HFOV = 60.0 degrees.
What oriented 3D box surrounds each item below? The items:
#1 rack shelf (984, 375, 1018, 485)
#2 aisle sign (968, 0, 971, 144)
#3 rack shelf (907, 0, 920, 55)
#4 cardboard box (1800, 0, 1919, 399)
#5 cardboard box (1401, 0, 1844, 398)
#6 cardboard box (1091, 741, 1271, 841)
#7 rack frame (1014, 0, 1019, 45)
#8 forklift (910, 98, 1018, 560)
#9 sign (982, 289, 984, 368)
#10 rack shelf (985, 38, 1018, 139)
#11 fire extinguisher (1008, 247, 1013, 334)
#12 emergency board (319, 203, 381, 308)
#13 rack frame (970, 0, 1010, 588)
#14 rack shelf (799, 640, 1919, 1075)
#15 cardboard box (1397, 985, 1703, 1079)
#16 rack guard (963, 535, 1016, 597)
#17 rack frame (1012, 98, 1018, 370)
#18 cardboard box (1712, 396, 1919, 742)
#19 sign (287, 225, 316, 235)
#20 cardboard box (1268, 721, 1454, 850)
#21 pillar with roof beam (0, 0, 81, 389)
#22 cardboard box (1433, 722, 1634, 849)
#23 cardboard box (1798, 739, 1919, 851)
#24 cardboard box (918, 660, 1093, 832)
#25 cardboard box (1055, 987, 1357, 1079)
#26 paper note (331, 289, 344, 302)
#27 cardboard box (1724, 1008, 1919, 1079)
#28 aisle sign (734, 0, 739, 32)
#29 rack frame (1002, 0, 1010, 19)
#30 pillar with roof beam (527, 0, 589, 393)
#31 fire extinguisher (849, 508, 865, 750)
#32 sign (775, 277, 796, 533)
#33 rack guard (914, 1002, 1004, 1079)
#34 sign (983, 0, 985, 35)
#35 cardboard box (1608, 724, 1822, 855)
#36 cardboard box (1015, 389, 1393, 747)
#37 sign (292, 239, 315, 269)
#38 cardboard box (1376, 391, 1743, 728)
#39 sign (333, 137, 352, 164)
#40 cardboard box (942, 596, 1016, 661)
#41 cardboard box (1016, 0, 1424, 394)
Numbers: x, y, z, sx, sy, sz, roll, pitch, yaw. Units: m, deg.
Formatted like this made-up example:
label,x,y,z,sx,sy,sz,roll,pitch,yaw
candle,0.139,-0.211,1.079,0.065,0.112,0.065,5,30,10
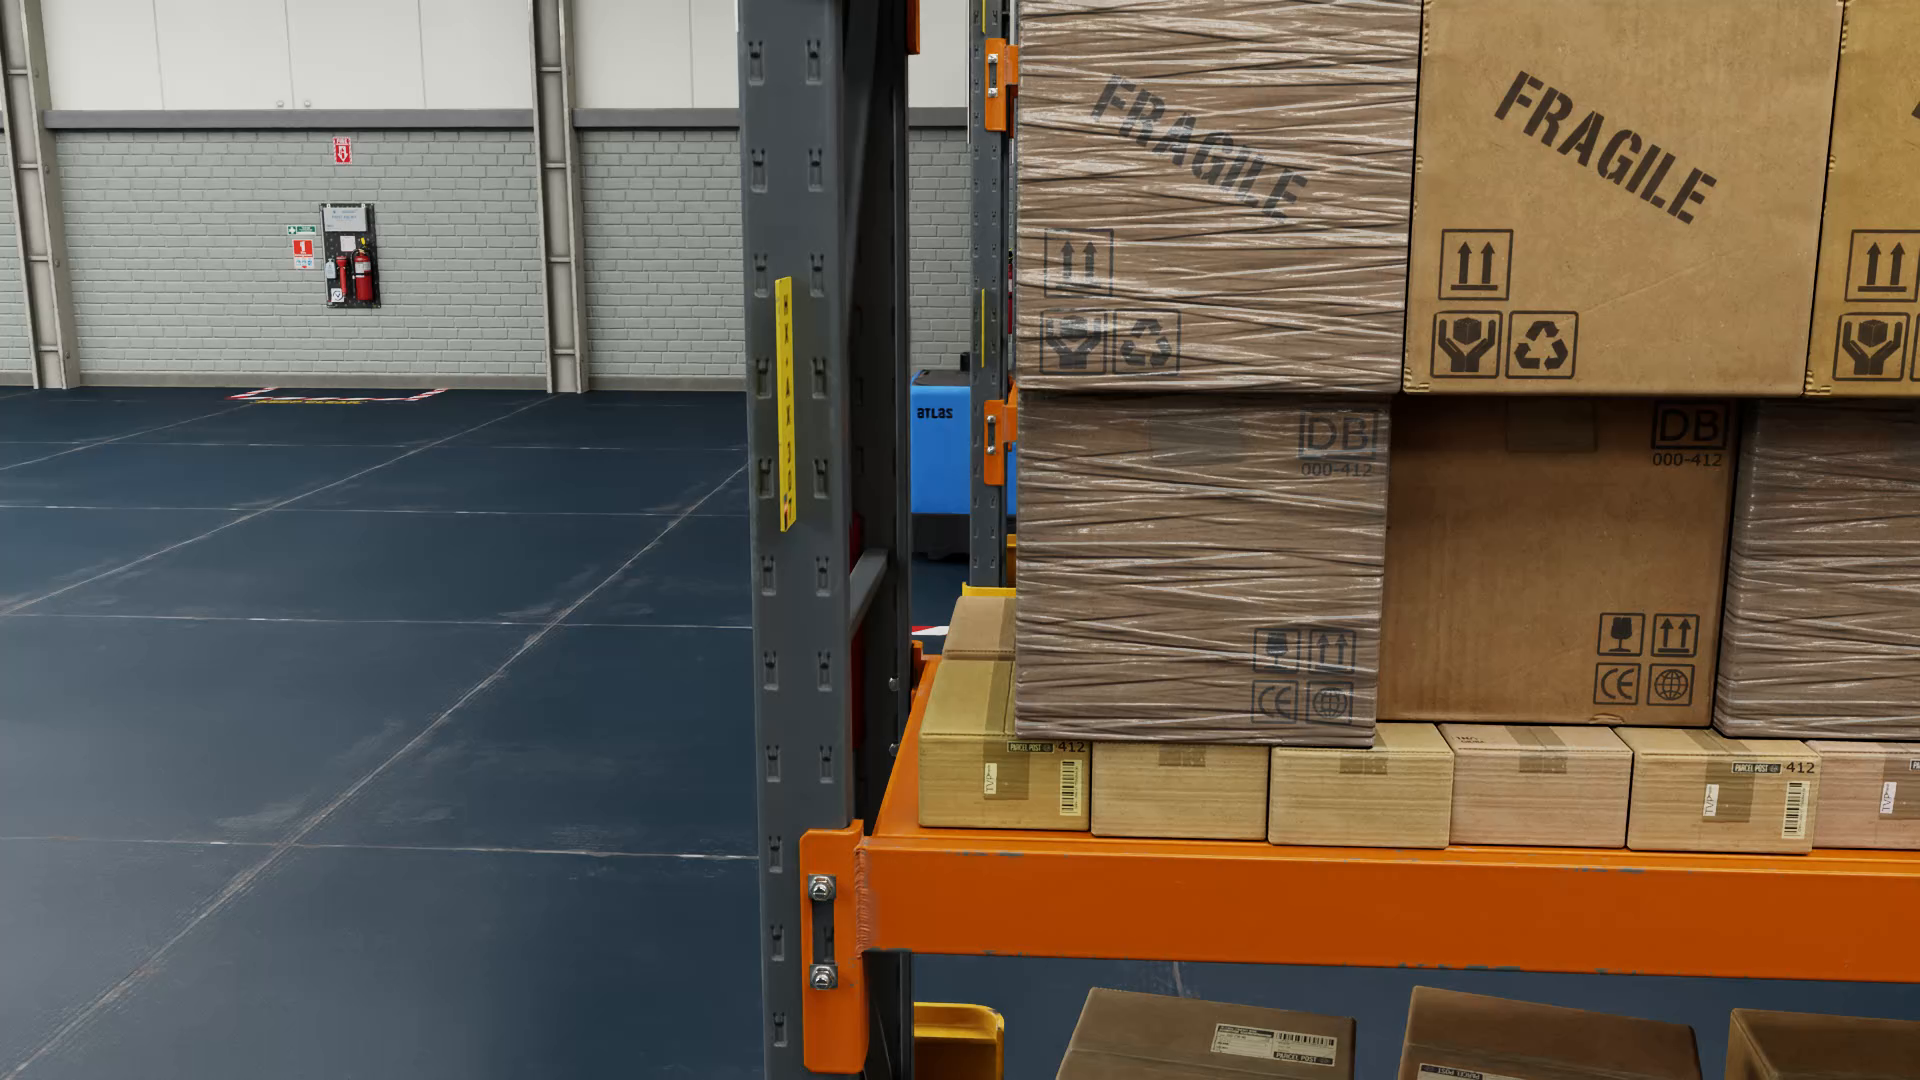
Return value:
label,x,y,z,sx,sy,sz,roll,pitch,yaw
rack shelf,2.135,-0.498,7.580,4.000,0.370,1.077,1,12,4
aisle sign,0.048,-2.091,7.090,0.004,0.787,0.394,1,12,4
rack shelf,1.804,-0.954,2.436,4.000,0.370,1.077,1,12,4
cardboard box,1.336,-0.472,2.284,0.500,0.500,0.500,1,12,4
cardboard box,0.838,-0.478,2.315,0.500,0.500,0.500,1,12,4
cardboard box,0.325,0.317,2.539,0.250,0.149,0.380,1,12,4
rack frame,0.474,-4.826,11.860,0.127,3.000,1.000,1,12,4
forklift,1.167,-1.376,10.185,3.031,2.935,1.130,1,12,4
sign,0.098,-0.901,7.072,0.005,0.325,0.100,1,12,4
rack shelf,2.135,-1.966,7.273,4.000,0.370,1.077,1,12,4
fire extinguisher,0.387,-1.948,12.944,0.183,0.674,0.296,1,12,4
emergency board,-6.892,-3.192,18.703,0.643,1.169,0.194,1,12,4
rack frame,0.140,-0.878,7.637,0.127,3.000,1.000,1,12,4
rack shelf,1.804,0.514,2.743,4.000,0.370,1.077,1,12,4
cardboard box,1.029,1.165,2.950,0.500,0.500,0.500,4,12,19
rack guard,0.218,0.337,7.934,0.348,0.500,1.175,1,12,4
rack frame,0.474,-1.889,12.475,0.127,3.000,1.000,1,12,4
cardboard box,1.358,-0.049,2.706,0.500,0.500,0.875,1,12,4
sign,-7.433,-3.496,18.773,0.331,0.109,0.001,1,12,4
cardboard box,0.574,0.324,2.508,0.250,0.149,0.380,1,12,4
pillar with roof beam,-10.703,-5.290,14.078,0.400,9.000,9.100,1,12,4
cardboard box,0.824,0.323,2.512,0.250,0.149,0.380,1,12,4
cardboard box,1.325,0.326,2.499,0.250,0.149,0.380,1,12,4
cardboard box,0.077,0.310,2.574,0.250,0.149,0.380,1,12,4
cardboard box,0.430,1.164,2.956,0.500,0.500,0.500,3,12,14
paper note,-7.064,-2.778,18.872,0.142,0.148,0.016,1,12,4
cardboard box,1.653,1.178,2.891,0.500,0.500,0.500,2,12,9
aisle sign,-0.273,-1.078,2.245,0.004,0.787,0.394,1,12,4
rack frame,0.140,-3.814,7.023,0.127,3.000,1.000,1,12,4
pillar with roof beam,-4.717,-5.208,13.686,0.400,9.000,9.100,1,12,4
fire extinguisher,-0.275,0.076,3.265,0.183,0.674,0.296,1,12,4
sign,-0.228,-0.179,2.181,0.005,0.325,0.100,1,12,4
rack guard,-0.116,1.359,3.051,0.348,0.500,1.175,1,12,4
sign,0.098,-2.238,6.792,0.005,0.325,0.100,1,12,4
cardboard box,1.073,0.328,2.489,0.250,0.149,0.380,1,12,4
cardboard box,0.355,-0.047,2.697,0.500,0.500,0.875,1,12,4
sign,-7.437,-3.238,18.836,0.234,0.329,0.001,1,12,4
cardboard box,0.862,-0.065,2.781,0.500,0.500,0.875,1,12,4
sign,-6.893,-4.347,18.564,0.199,0.298,0.001,1,12,4
cardboard box,0.107,0.219,3.009,0.250,0.149,0.380,1,12,4
cardboard box,0.339,-0.486,2.355,0.500,0.500,0.500,1,12,4
